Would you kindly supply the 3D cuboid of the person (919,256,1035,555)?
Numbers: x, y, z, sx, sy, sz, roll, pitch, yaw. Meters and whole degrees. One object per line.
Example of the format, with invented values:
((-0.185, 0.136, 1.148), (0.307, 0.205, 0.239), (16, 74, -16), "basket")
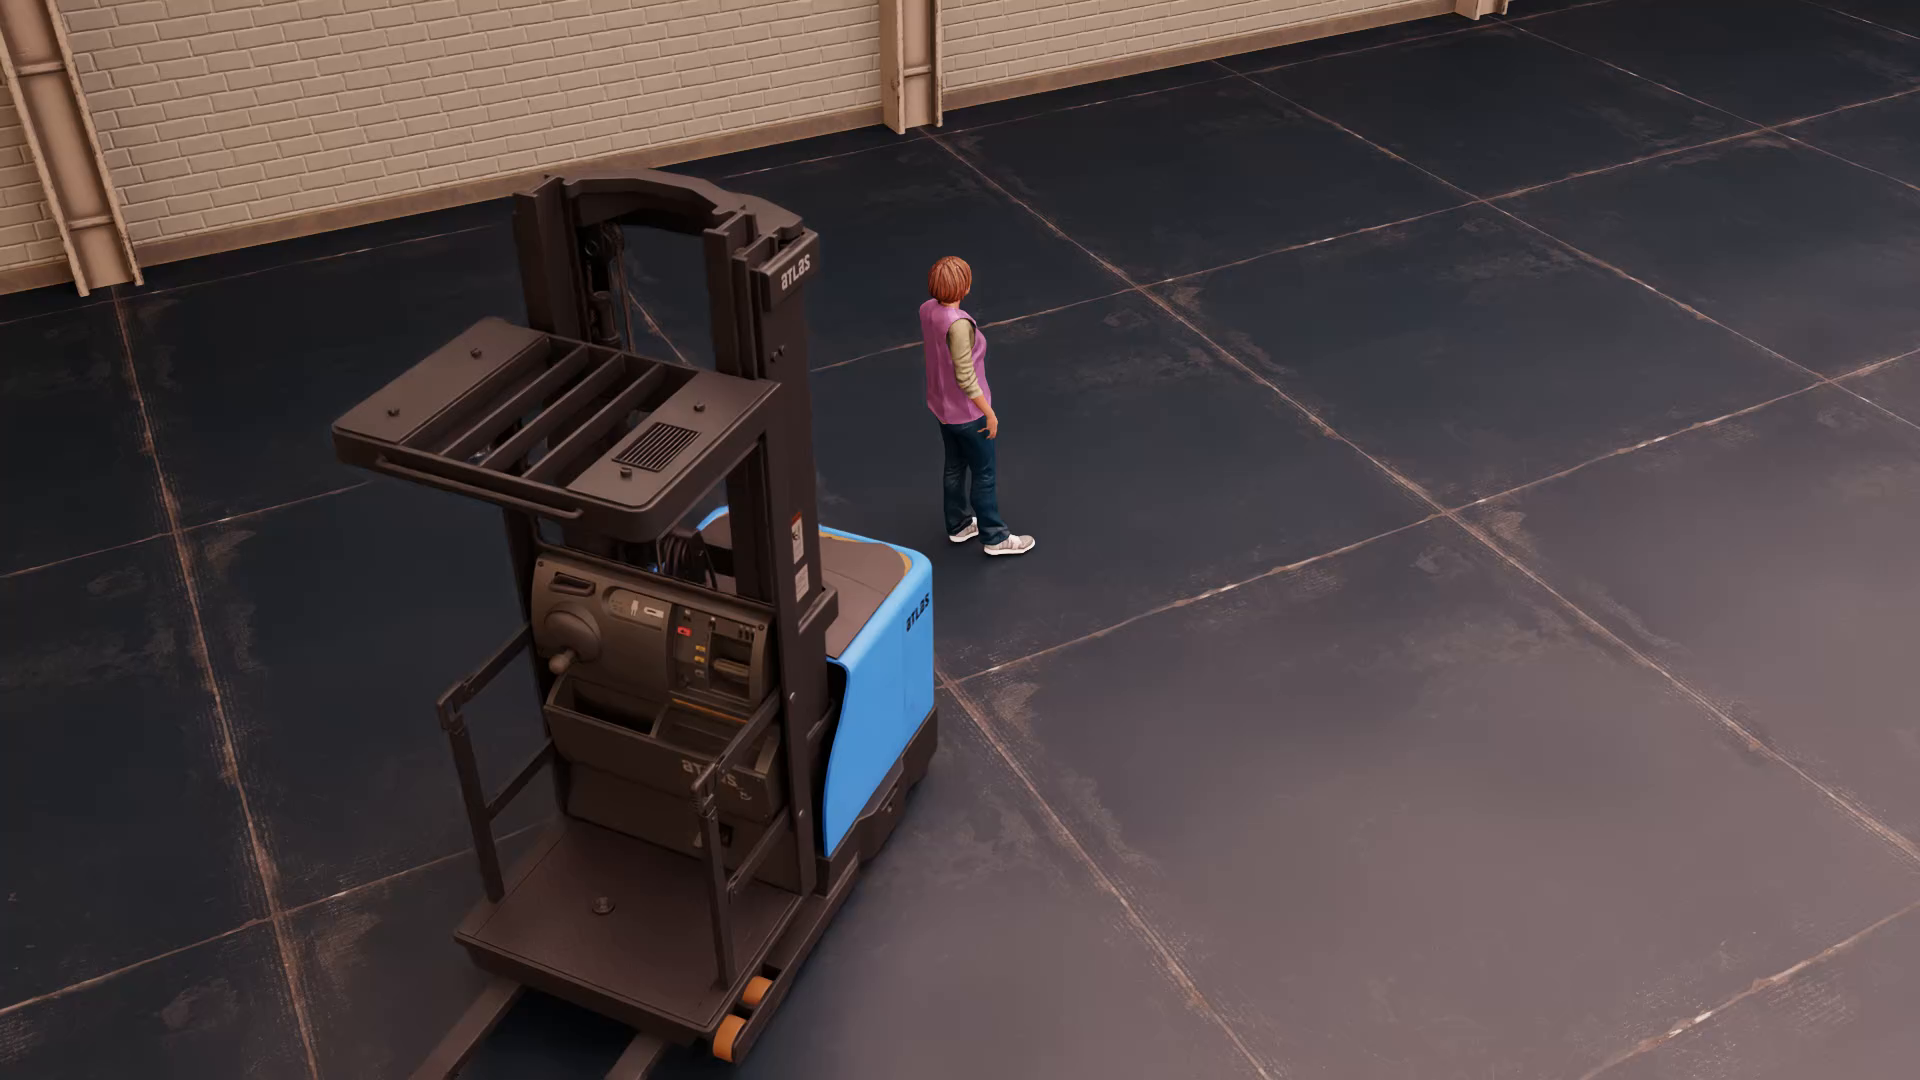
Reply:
((0.071, -0.671, 8.215), (0.475, 1.596, 0.520), (-17, 39, -23), "person")

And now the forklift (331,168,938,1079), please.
((-1.158, 0.399, 5.559), (1.130, 2.935, 3.031), (14, 38, 19), "forklift")
